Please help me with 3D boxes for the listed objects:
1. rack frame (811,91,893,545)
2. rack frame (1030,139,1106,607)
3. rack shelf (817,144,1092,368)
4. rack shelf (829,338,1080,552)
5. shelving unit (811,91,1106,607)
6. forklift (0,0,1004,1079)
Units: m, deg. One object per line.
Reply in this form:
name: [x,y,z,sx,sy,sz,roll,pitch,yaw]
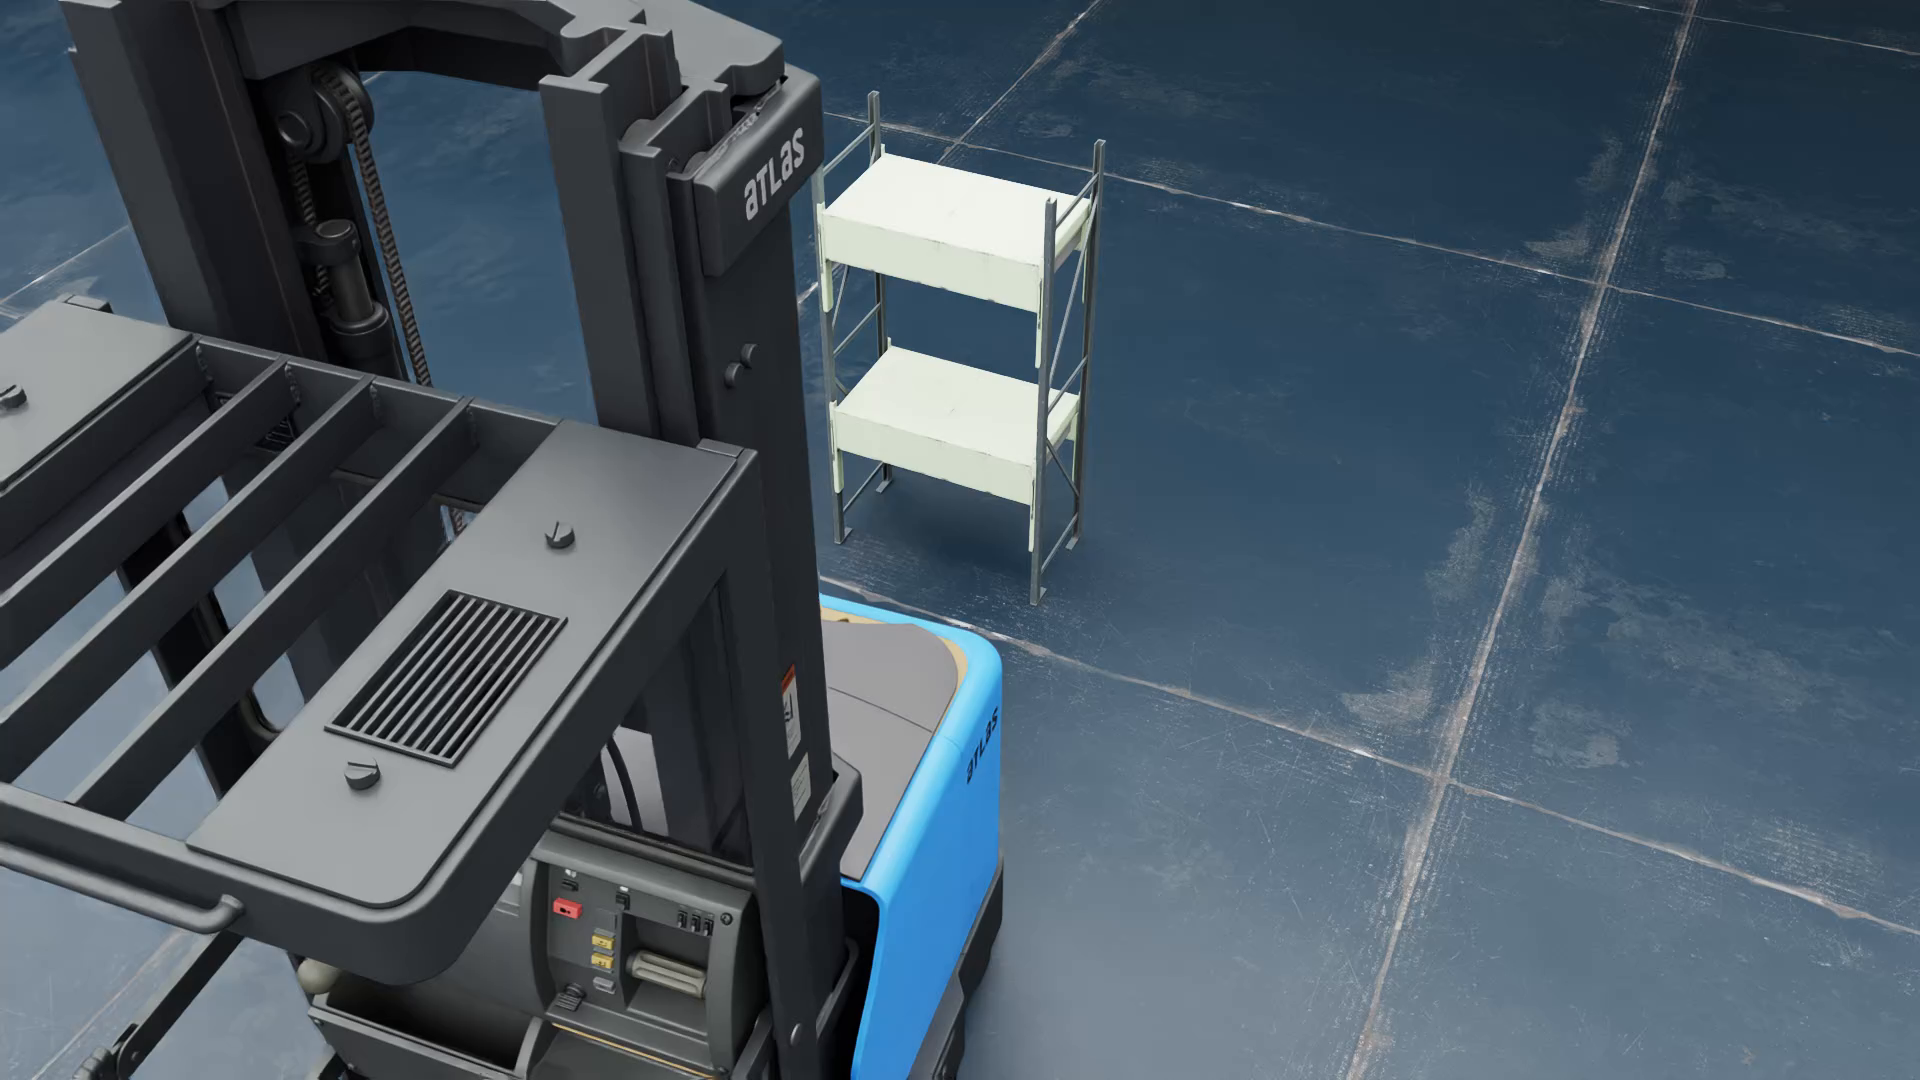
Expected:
rack frame: [-0.338,-0.670,5.378,0.023,1.500,0.400,17,44,19]
rack frame: [0.326,-0.467,5.144,0.023,1.500,0.400,17,44,19]
rack shelf: [-0.006,-0.863,5.005,0.720,0.370,0.431,17,44,19]
rack shelf: [-0.006,-0.322,5.474,0.720,0.370,0.431,17,44,19]
shelving unit: [-0.006,-0.569,5.261,0.755,1.500,0.431,17,44,19]
forklift: [-0.865,0.732,2.668,1.130,2.935,3.031,13,43,15]
